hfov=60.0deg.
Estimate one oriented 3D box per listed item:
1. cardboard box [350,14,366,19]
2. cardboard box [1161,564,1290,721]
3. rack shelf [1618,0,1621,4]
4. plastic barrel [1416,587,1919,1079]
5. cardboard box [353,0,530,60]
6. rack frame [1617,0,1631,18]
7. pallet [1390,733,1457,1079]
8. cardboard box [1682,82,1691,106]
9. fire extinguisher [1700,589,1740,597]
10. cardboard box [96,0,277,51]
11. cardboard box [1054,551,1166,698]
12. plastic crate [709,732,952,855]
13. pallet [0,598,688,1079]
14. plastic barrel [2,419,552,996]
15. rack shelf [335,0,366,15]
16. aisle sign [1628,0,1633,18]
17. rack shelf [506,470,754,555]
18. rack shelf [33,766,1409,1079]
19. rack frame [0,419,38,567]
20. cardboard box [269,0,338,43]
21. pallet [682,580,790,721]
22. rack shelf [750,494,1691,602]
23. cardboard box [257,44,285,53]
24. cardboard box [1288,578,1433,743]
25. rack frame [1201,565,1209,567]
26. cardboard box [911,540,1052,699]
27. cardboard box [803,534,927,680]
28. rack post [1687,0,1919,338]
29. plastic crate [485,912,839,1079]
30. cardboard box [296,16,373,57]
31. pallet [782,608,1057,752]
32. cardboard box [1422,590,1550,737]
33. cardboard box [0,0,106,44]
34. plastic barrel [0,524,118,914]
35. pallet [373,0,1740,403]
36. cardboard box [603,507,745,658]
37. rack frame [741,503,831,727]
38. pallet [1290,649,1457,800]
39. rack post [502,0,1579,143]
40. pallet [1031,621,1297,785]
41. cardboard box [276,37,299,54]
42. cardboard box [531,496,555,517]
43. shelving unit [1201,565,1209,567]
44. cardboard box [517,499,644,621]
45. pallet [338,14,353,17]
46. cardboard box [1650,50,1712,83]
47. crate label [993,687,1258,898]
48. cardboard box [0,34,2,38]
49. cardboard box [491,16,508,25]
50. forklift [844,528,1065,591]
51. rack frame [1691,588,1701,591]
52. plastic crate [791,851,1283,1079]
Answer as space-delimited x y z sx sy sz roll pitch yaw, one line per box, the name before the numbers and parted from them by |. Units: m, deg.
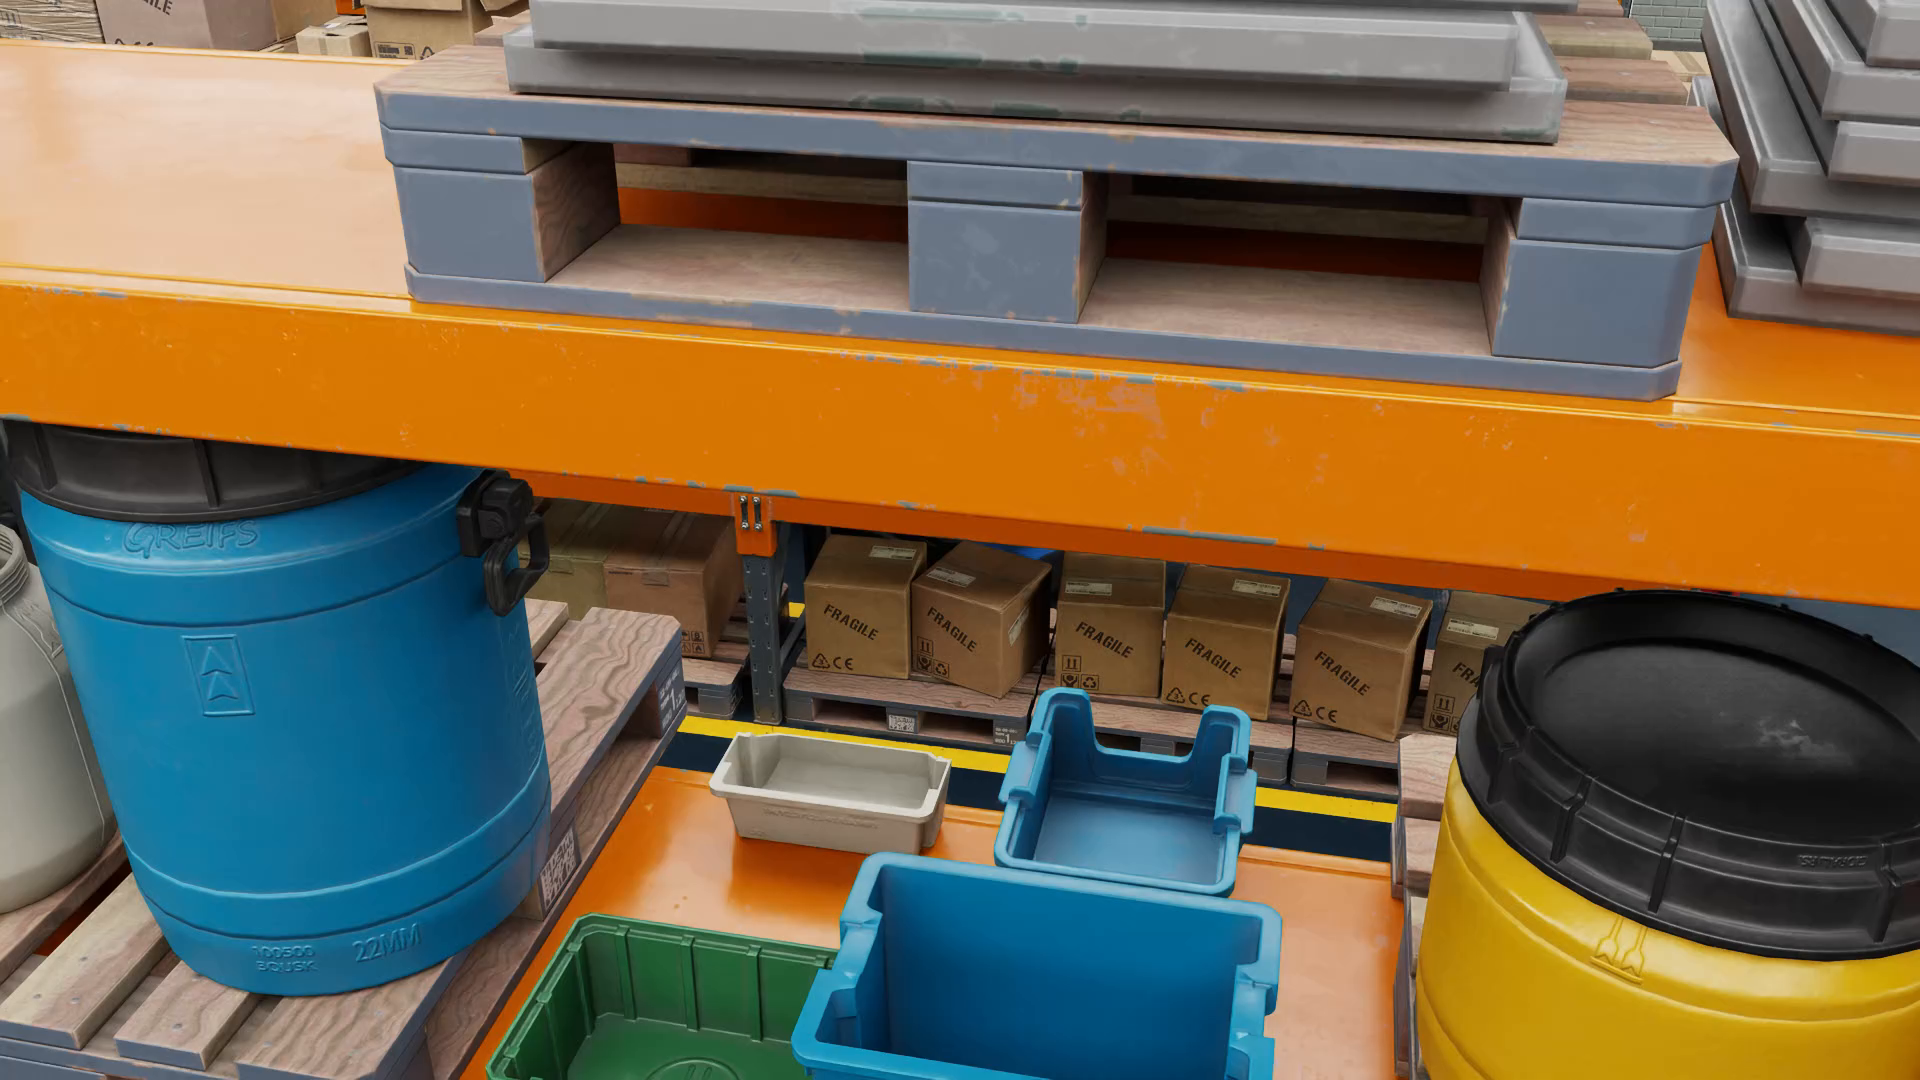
cardboard box | -5.970 -5.331 18.139 0.875 0.875 0.875 7 29 12
cardboard box | 1.266 0.480 7.915 0.500 0.500 0.500 9 30 15
rack shelf | 2.252 -3.766 11.131 4.000 0.370 1.077 6 29 11
plastic barrel | 0.897 0.443 2.060 0.600 0.588 0.600 0 29 0
cardboard box | -2.199 -2.380 7.305 0.637 0.503 0.797 7 29 13
rack frame | 4.208 -2.565 11.312 0.127 3.000 1.000 6 29 11
pallet | 1.250 0.718 2.387 1.213 0.211 1.003 6 29 11
cardboard box | 2.736 -1.552 6.079 0.250 0.149 0.380 6 29 11
fire extinguisher | 3.089 0.016 6.678 0.183 0.674 0.296 6 29 11
cardboard box | -3.356 -2.359 7.188 0.500 0.500 0.500 5 29 9
cardboard box | 0.729 0.403 8.055 0.500 0.500 0.500 3 29 6
plastic crate | -0.219 0.450 2.955 0.396 0.136 0.243 6 29 11
pallet | -1.147 0.473 2.836 1.003 0.211 1.213 6 29 11
plastic barrel | -0.922 0.109 2.344 0.708 0.901 0.600 6 29 11
rack shelf | -4.637 -5.587 17.581 4.000 0.370 1.077 6 29 11
aisle sign | 4.214 -3.557 10.417 0.004 0.787 0.394 6 29 11
rack shelf | -2.795 -0.532 8.347 4.000 0.370 1.077 6 29 11
rack shelf | 0.083 0.879 2.646 4.000 0.370 1.077 6 29 11
rack frame | -1.873 -0.953 2.119 0.127 3.000 1.000 6 29 11
cardboard box | -3.247 -2.594 7.615 0.500 0.500 0.500 6 29 11
pallet | -1.600 0.499 8.619 1.213 0.211 1.003 6 29 11
rack shelf | 1.117 -0.131 7.615 4.000 0.370 1.077 6 29 11
cardboard box | -3.337 -2.033 7.372 0.500 0.250 0.500 6 29 12
cardboard box | 1.874 0.552 7.784 0.500 0.500 0.500 14 32 24
rack frame | 1.359 -0.287 9.024 0.015 1.200 0.240 0 29 -1
cardboard box | 0.106 0.378 8.102 0.500 0.500 0.500 16 32 26
cardboard box | -0.456 0.324 8.200 0.500 0.500 0.500 5 29 9
rack post | 1.326 -0.468 1.754 0.954 0.300 0.937 9 30 16
plastic crate | -0.387 0.742 2.368 0.450 0.188 0.336 6 29 11
cardboard box | -2.693 -2.186 7.301 0.250 0.166 0.380 5 29 9
pallet | -0.175 0.627 8.385 1.213 0.211 1.003 6 29 11
cardboard box | 2.466 0.596 7.704 0.500 0.500 0.500 11 31 20
cardboard box | -3.849 -2.407 7.274 0.500 0.500 0.500 6 29 11
plastic barrel | -1.493 0.265 2.464 0.421 0.512 0.421 0 29 0
pallet | 0.136 -0.503 1.912 1.213 0.211 1.003 6 29 11
cardboard box | -1.435 0.185 8.434 0.500 0.500 0.700 4 29 7
rack frame | -0.839 -0.647 7.808 0.127 3.000 1.000 6 29 11
pallet | 2.212 0.871 7.938 1.213 0.211 1.003 6 29 11
rack post | 0.137 -0.698 1.733 0.954 0.300 0.937 5 29 10
pallet | 1.022 0.748 8.164 1.213 0.211 1.003 6 29 11
cardboard box | -3.256 -2.271 7.806 0.500 0.250 0.500 7 29 12
cardboard box | -2.444 0.072 8.640 0.500 0.500 0.700 3 29 6
shelving unit | 1.115 -0.285 9.021 0.503 1.200 0.258 0 29 -1
cardboard box | -1.897 0.128 8.537 0.500 0.500 0.700 6 29 10
pallet | -8.618 -7.526 23.277 1.213 0.211 1.003 6 29 11
cardboard box | 2.852 -1.807 6.544 0.250 0.149 0.380 6 29 10
crate label | 0.277 0.487 2.769 0.408 0.251 0.502 6 29 11
cardboard box | -4.345 -2.459 7.370 0.500 0.500 0.500 6 29 11
cardboard box | -1.779 -2.135 7.106 0.258 0.266 0.396 7 29 12
forklift | -0.406 -1.536 9.504 3.031 2.935 1.130 25 38 38
rack frame | 3.073 -0.246 7.076 0.127 3.000 1.000 6 29 11
plastic crate | 0.111 0.722 2.202 0.575 0.384 0.392 6 29 11
